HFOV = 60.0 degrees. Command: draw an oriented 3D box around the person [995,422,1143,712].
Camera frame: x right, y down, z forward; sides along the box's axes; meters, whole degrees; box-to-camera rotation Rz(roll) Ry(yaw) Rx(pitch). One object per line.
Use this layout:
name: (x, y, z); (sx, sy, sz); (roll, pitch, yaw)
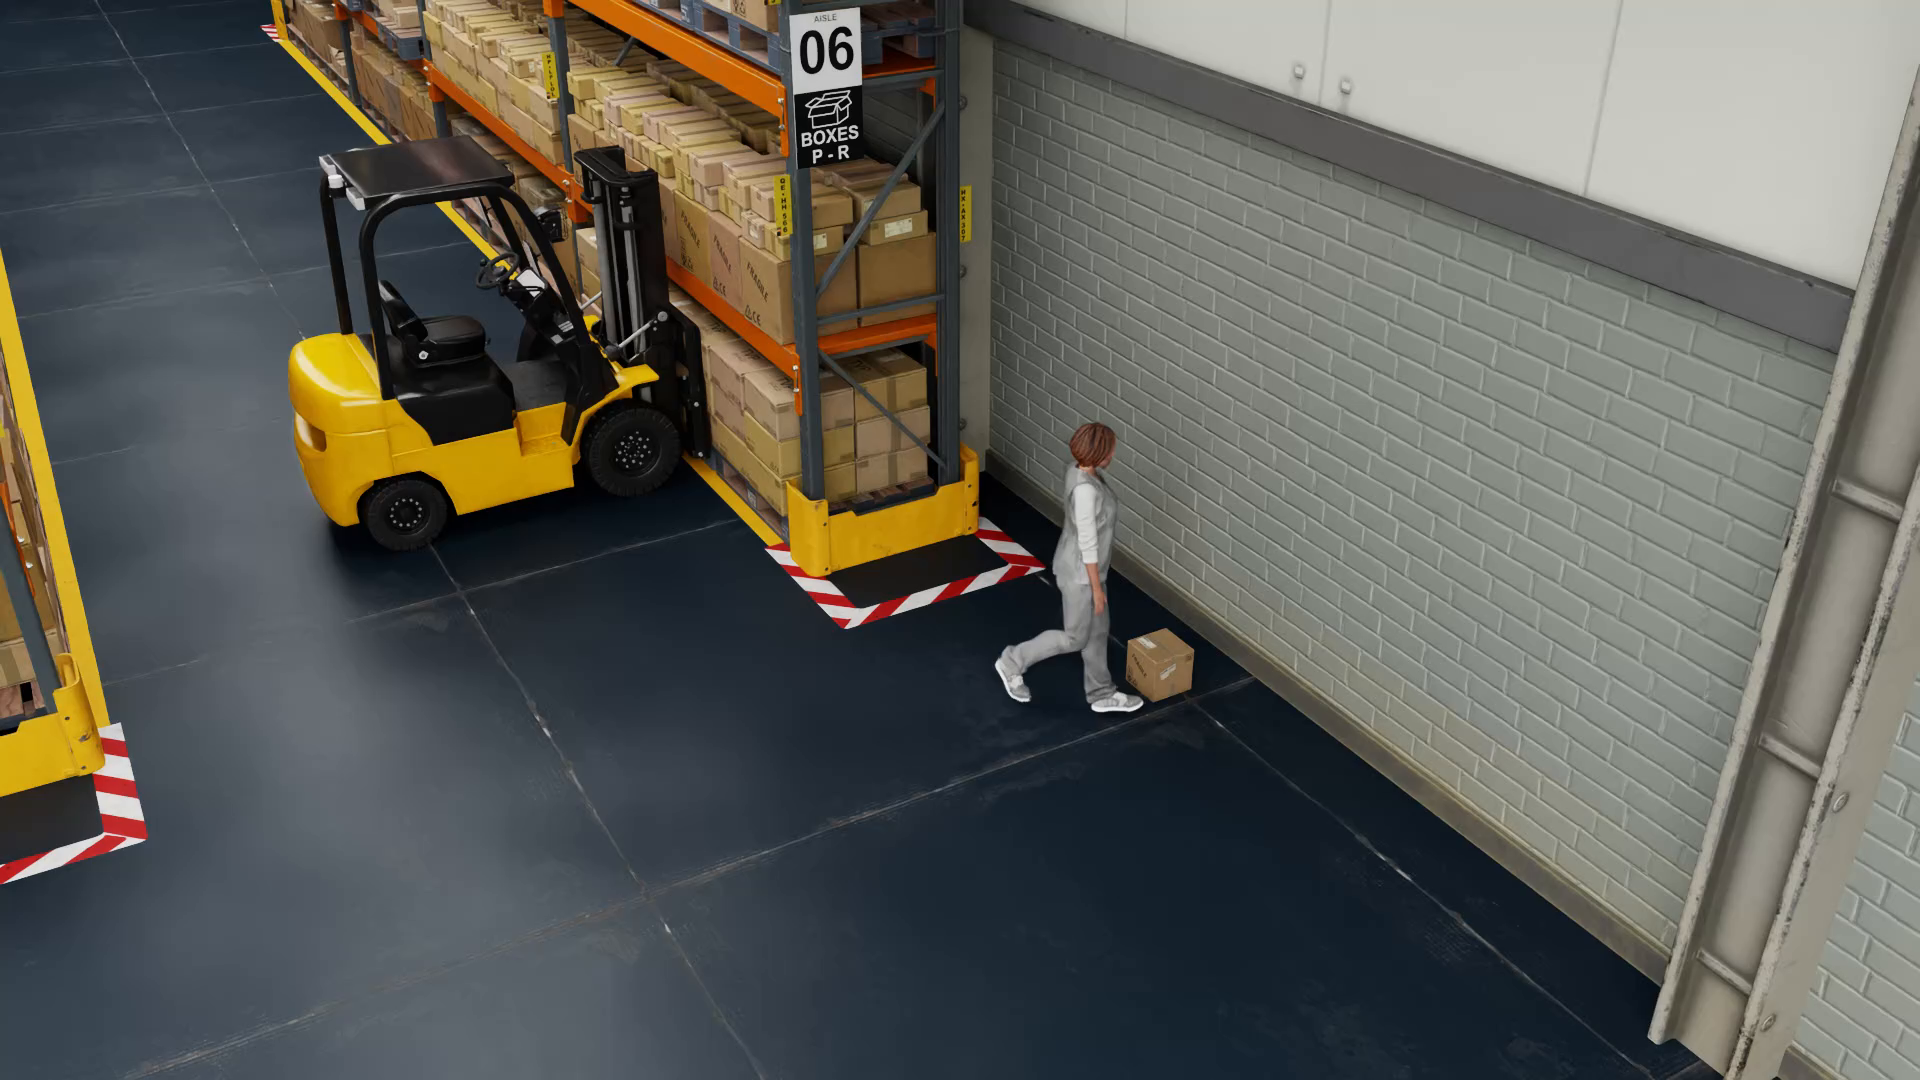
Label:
person: (0.566, 0.159, 8.262); (0.769, 1.571, 0.487); (3, 30, 5)
